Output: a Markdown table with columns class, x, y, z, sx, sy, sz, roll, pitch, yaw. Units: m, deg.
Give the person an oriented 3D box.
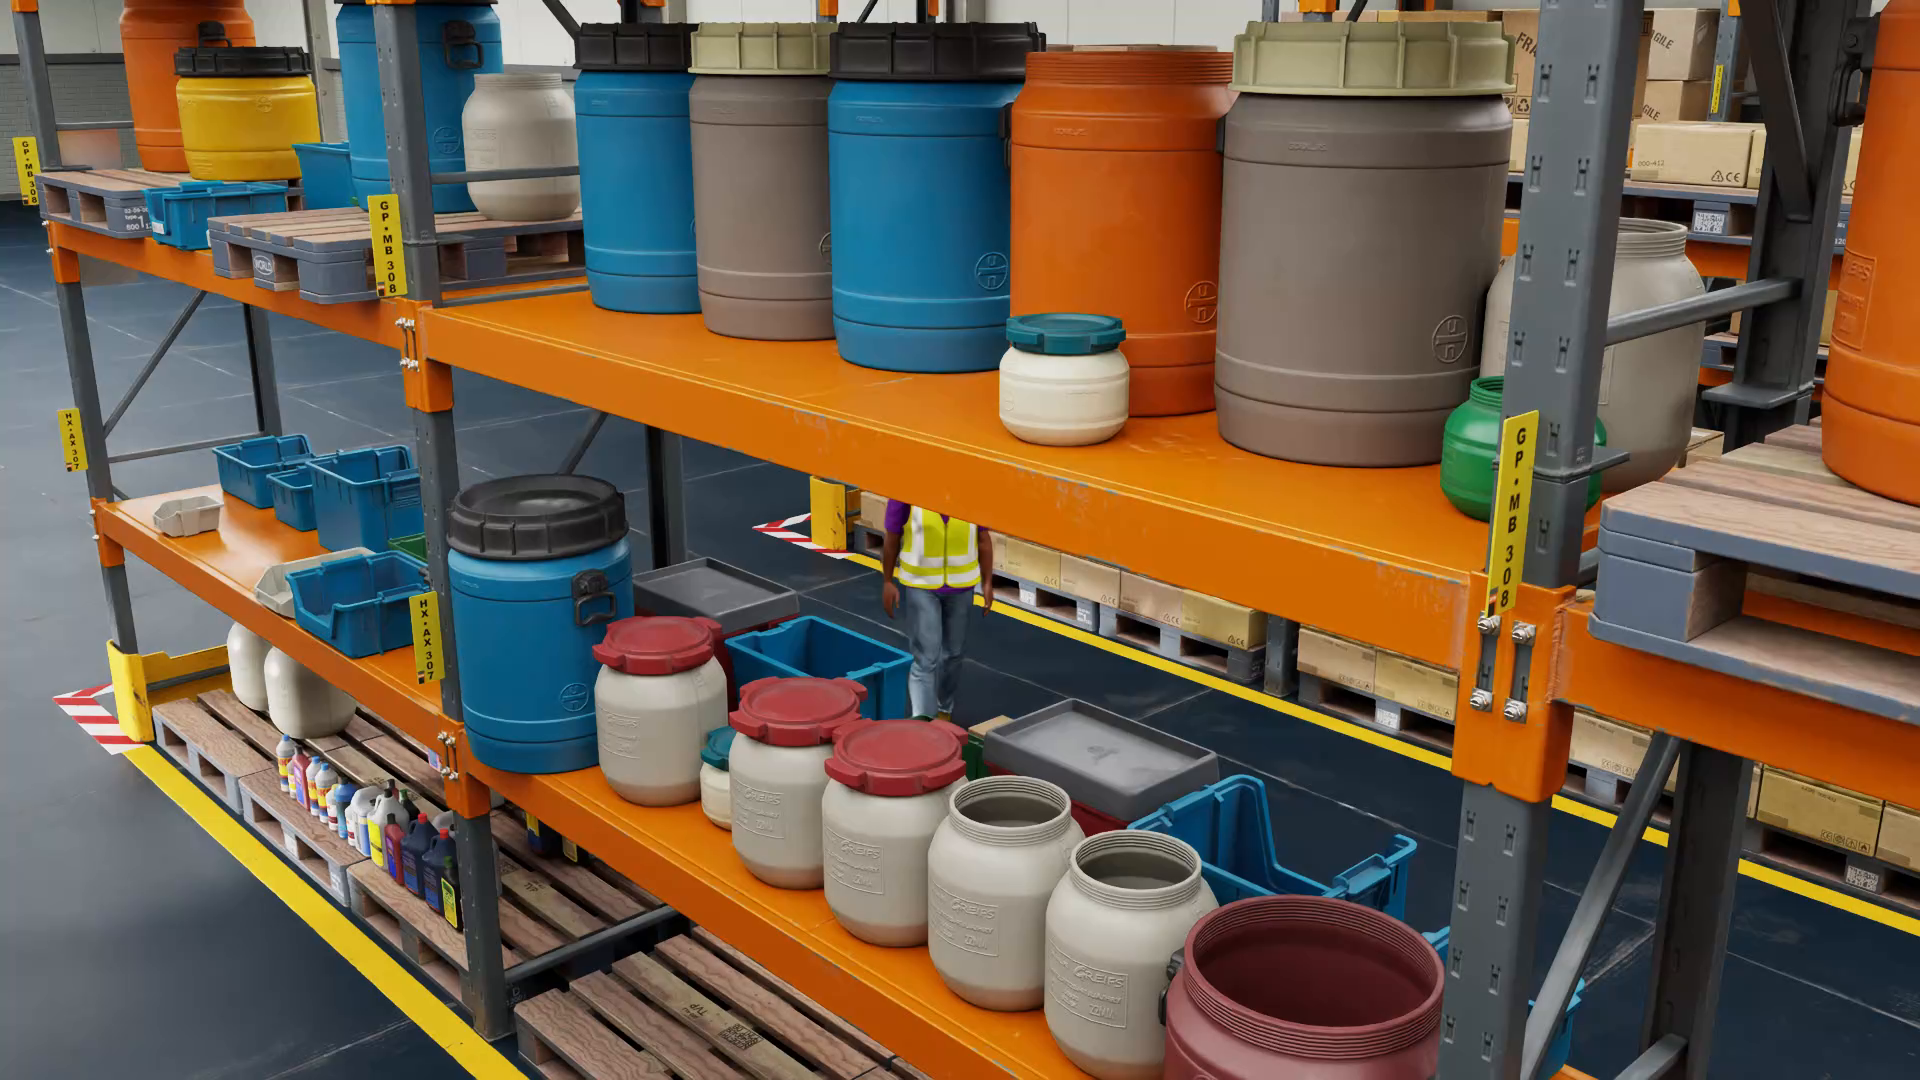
| class | x | y | z | sx | sy | sz | roll | pitch | yaw |
| --- | --- | --- | --- | --- | --- | --- | --- | --- | --- |
| person | -0.089 | 0.257 | 8.659 | 0.587 | 1.759 | 0.732 | -4 | 18 | -14 |
